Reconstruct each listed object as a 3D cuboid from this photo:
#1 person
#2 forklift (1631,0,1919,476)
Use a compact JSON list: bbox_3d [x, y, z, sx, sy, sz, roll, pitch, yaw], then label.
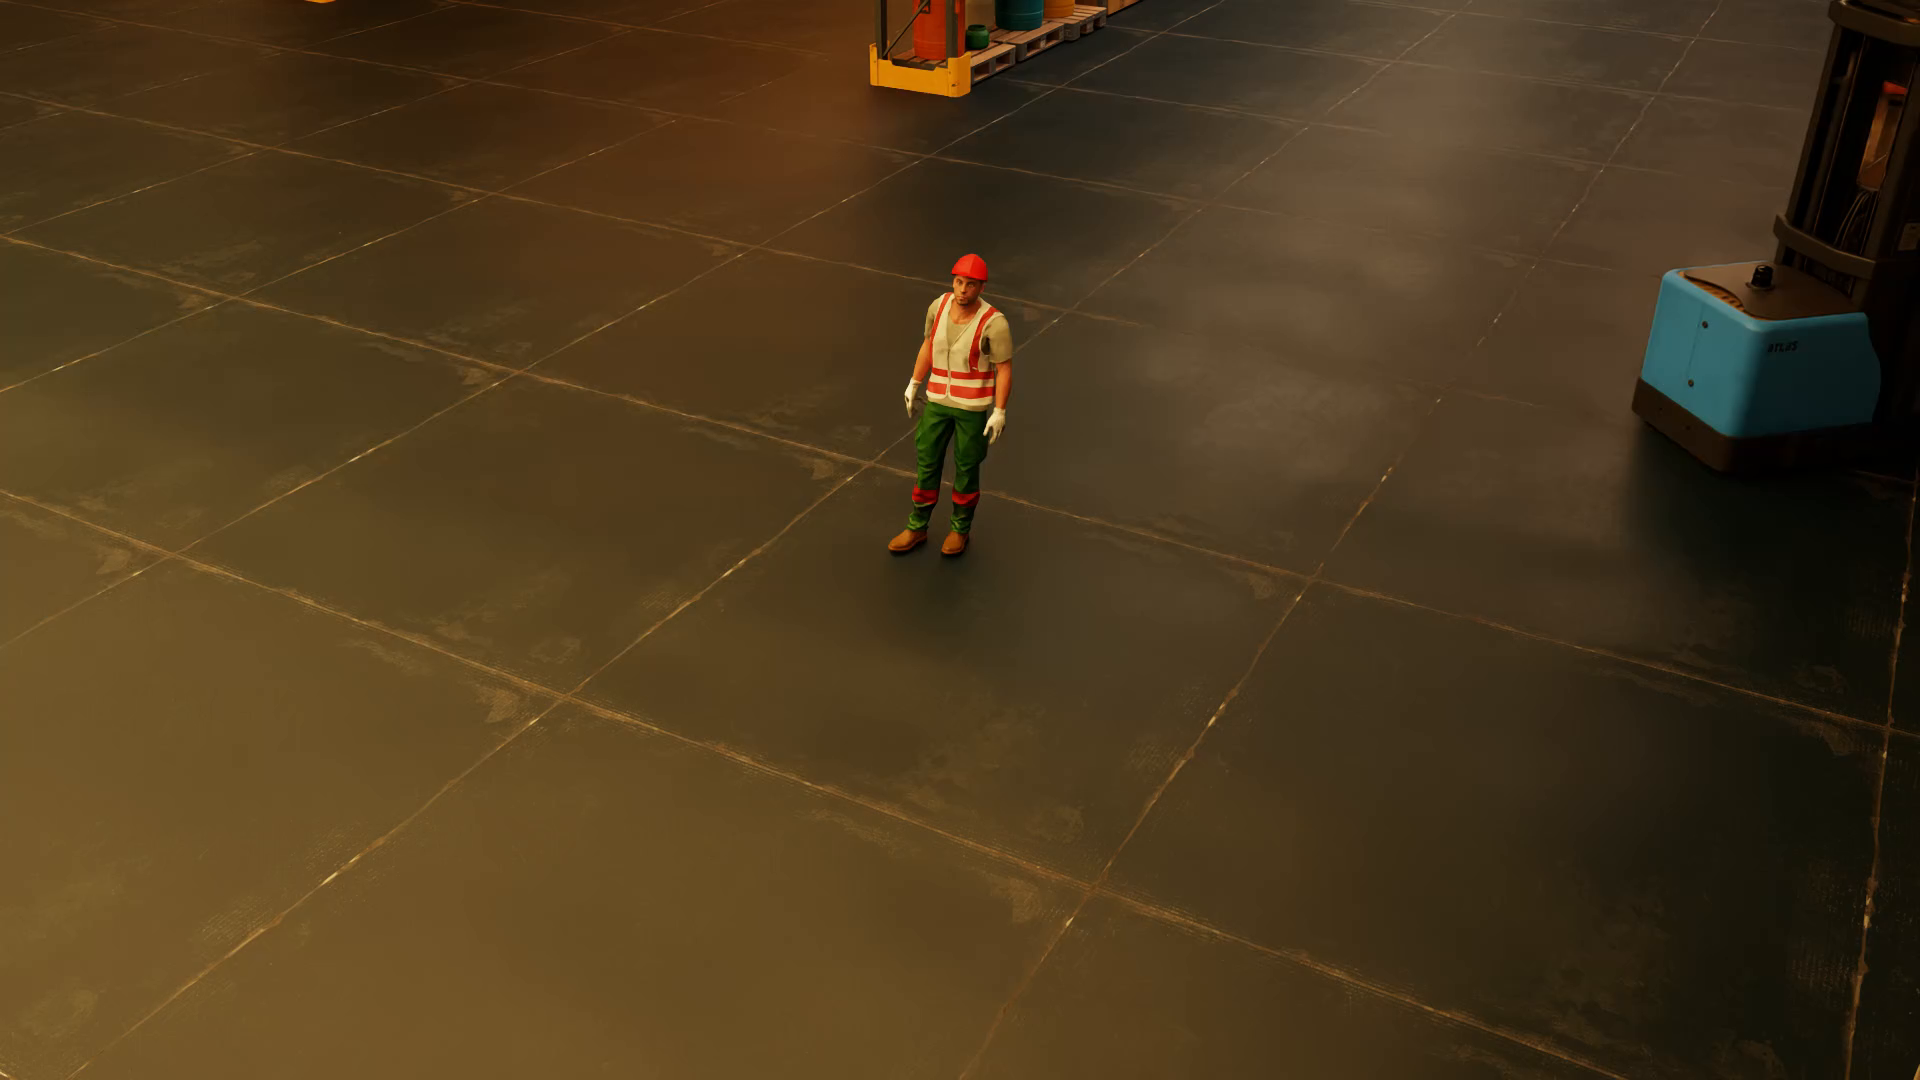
[{"bbox_3d":[-0.050,-0.749,9.497,0.637,1.787,0.564,15,33,25],"label":"person"},{"bbox_3d":[6.180,-2.062,10.644,3.031,2.935,1.130,-7,31,-12],"label":"forklift"}]
